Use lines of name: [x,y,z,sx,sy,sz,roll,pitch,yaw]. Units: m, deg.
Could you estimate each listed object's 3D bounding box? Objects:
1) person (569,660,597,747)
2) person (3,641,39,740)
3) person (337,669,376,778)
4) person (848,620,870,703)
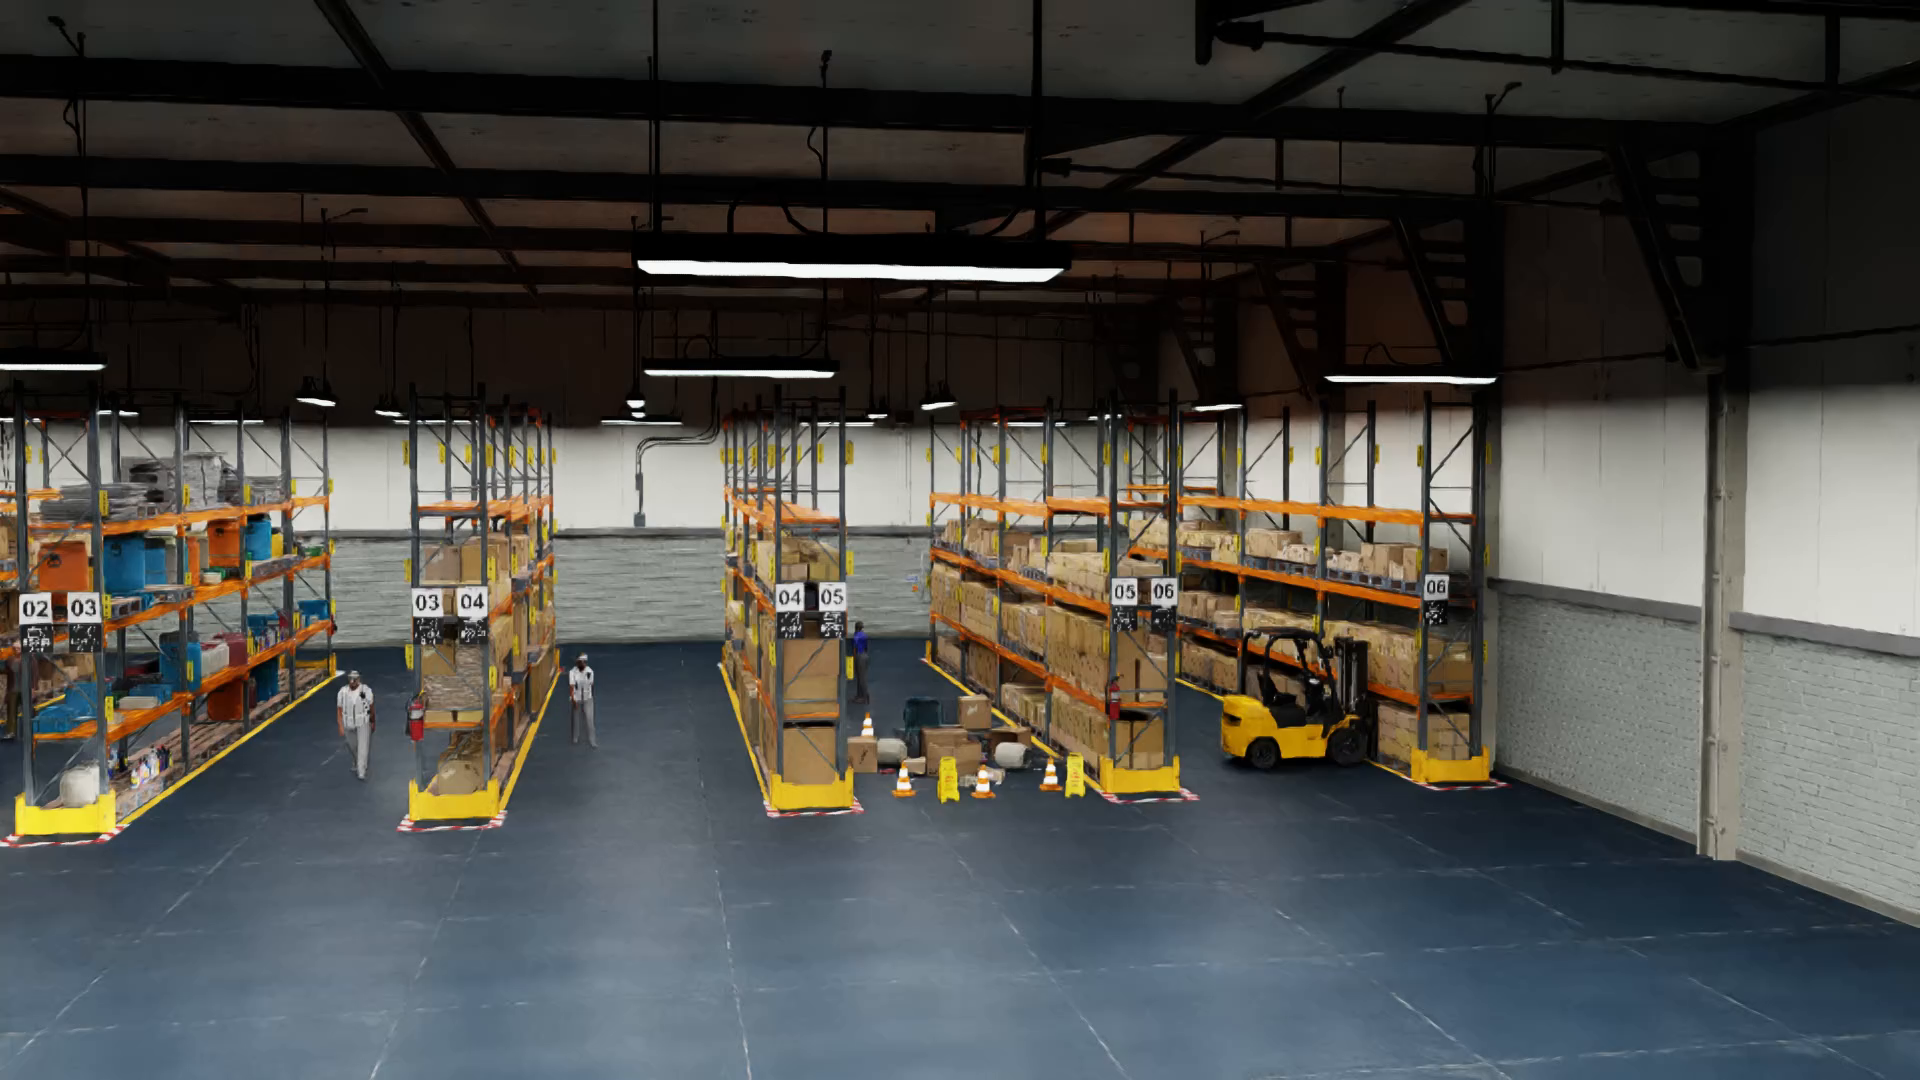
person: [-6.501,2.751,28.569,0.448,1.573,0.996,-1,3,-19]
person: [-16.619,2.643,29.448,0.604,1.724,1.111,-1,3,-12]
person: [-9.420,2.835,25.888,0.539,1.675,1.126,0,3,-9]
person: [-2.058,2.459,33.733,0.544,1.642,0.574,1,3,20]
